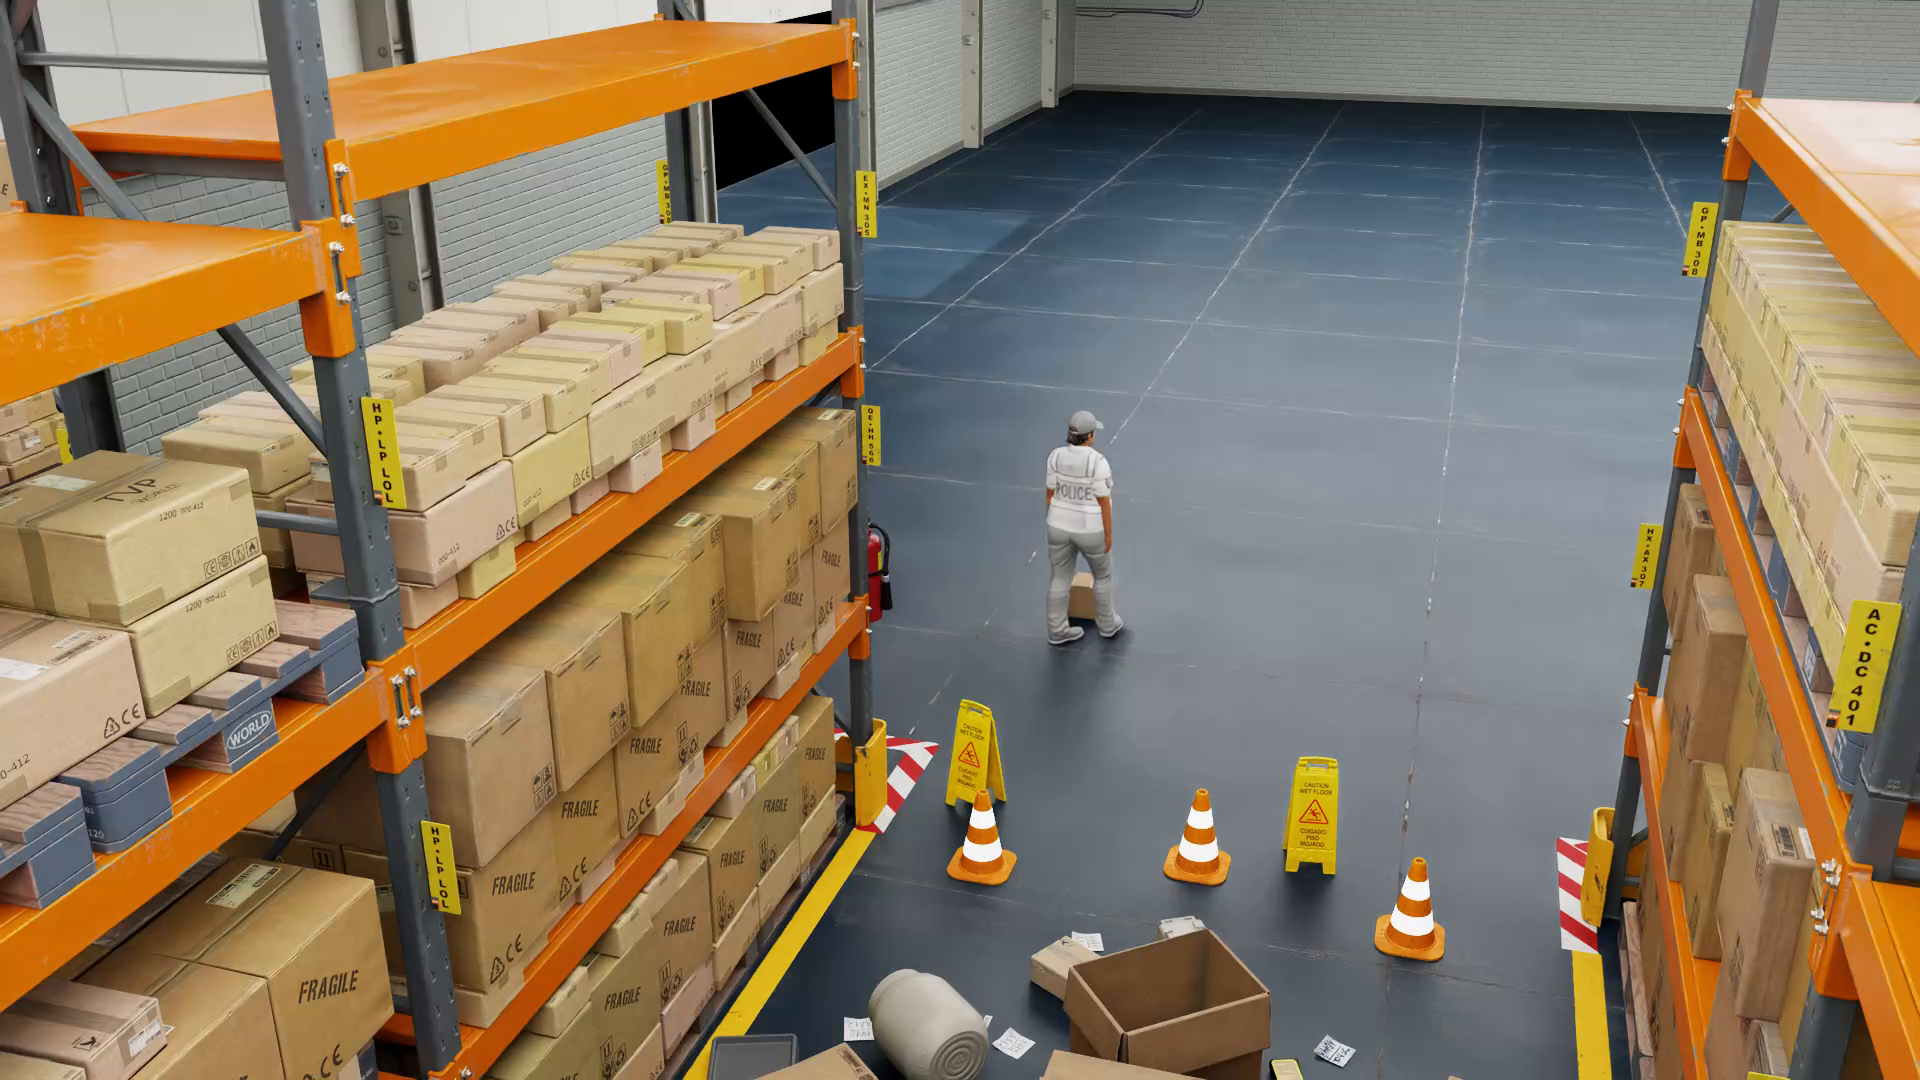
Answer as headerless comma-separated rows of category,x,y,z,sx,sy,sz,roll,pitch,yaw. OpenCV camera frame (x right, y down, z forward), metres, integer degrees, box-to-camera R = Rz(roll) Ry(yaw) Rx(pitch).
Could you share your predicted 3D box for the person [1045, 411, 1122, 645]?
person,0.852,-0.112,11.353,0.478,1.656,0.581,11,24,24
